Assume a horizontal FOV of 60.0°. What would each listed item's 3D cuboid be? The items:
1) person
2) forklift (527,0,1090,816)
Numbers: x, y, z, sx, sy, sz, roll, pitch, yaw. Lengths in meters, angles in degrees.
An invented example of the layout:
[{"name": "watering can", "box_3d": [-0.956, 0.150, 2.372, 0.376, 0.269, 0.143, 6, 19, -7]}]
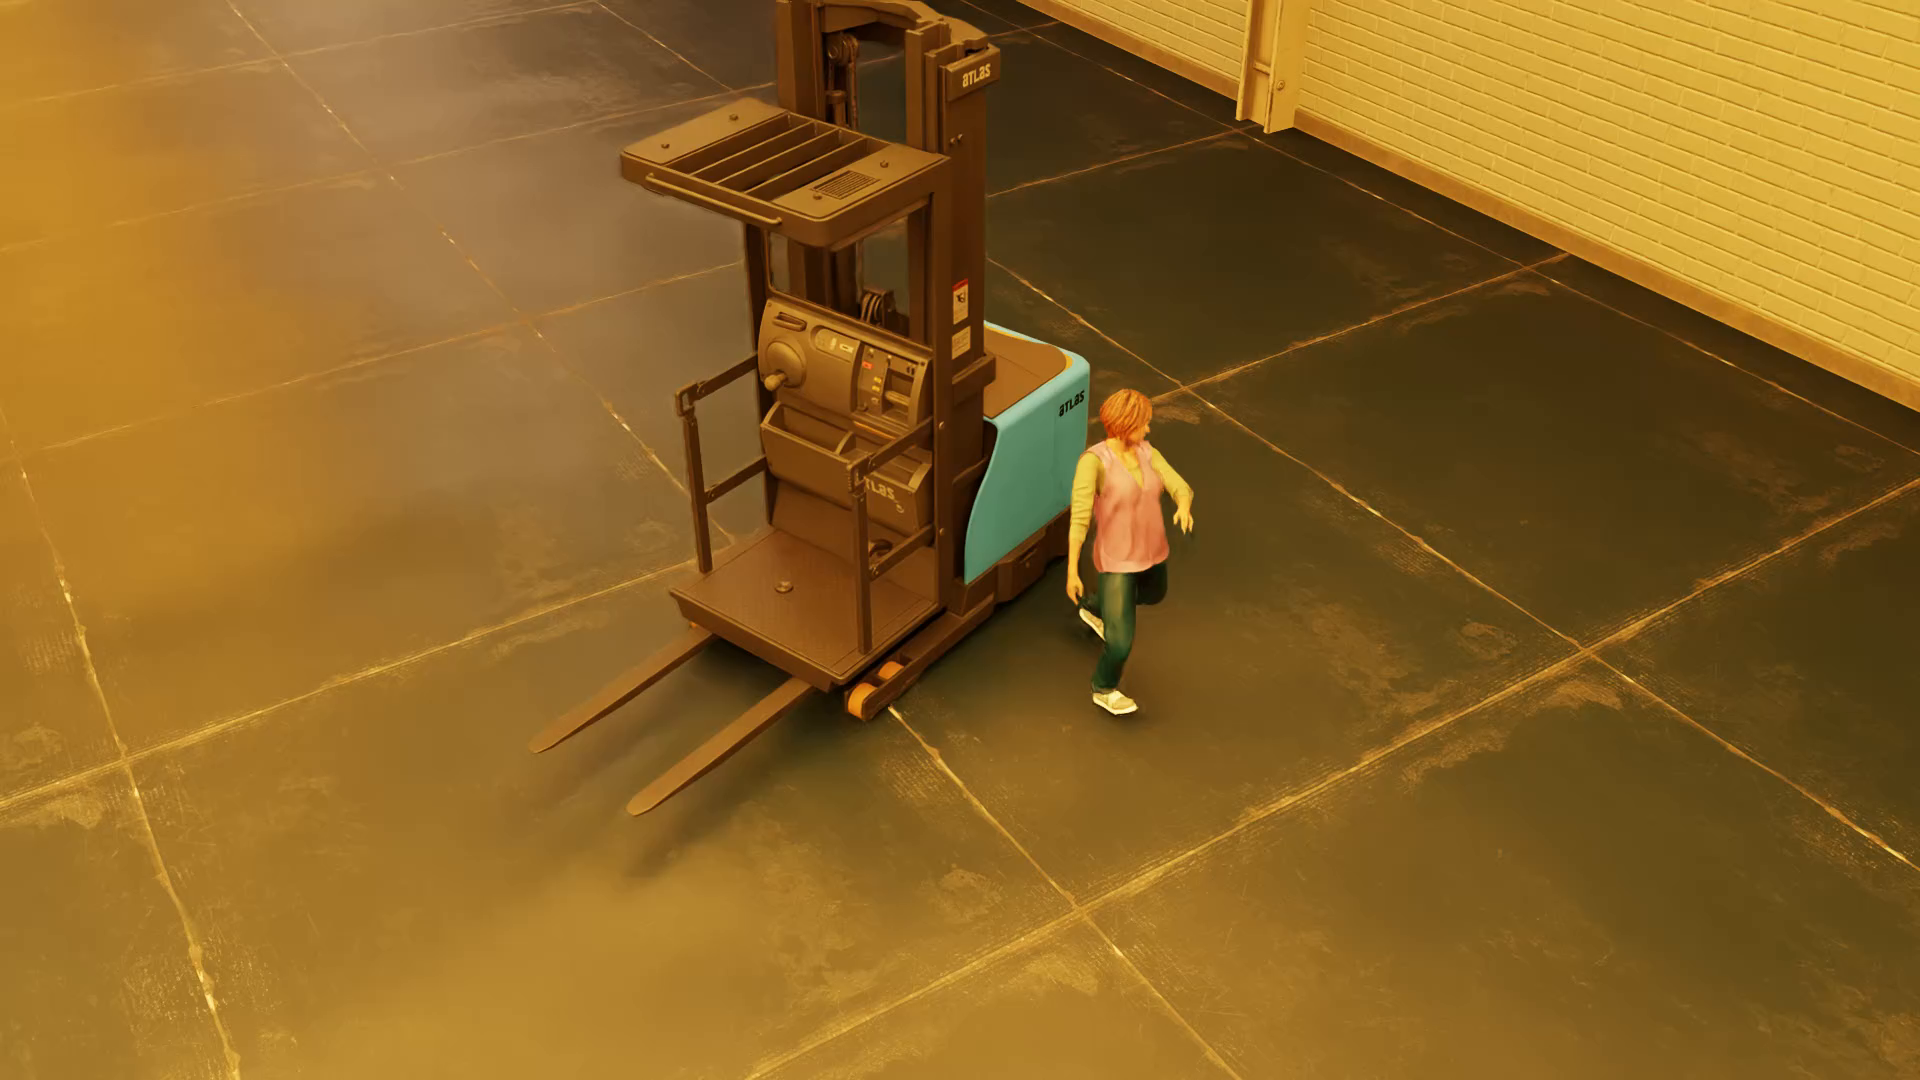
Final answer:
[{"name": "person", "box_3d": [0.692, 0.098, 7.282, 0.790, 1.431, 0.729, 27, 43, 33]}, {"name": "forklift", "box_3d": [-0.649, -0.706, 7.153, 1.130, 2.935, 3.031, 24, 42, 30]}]
